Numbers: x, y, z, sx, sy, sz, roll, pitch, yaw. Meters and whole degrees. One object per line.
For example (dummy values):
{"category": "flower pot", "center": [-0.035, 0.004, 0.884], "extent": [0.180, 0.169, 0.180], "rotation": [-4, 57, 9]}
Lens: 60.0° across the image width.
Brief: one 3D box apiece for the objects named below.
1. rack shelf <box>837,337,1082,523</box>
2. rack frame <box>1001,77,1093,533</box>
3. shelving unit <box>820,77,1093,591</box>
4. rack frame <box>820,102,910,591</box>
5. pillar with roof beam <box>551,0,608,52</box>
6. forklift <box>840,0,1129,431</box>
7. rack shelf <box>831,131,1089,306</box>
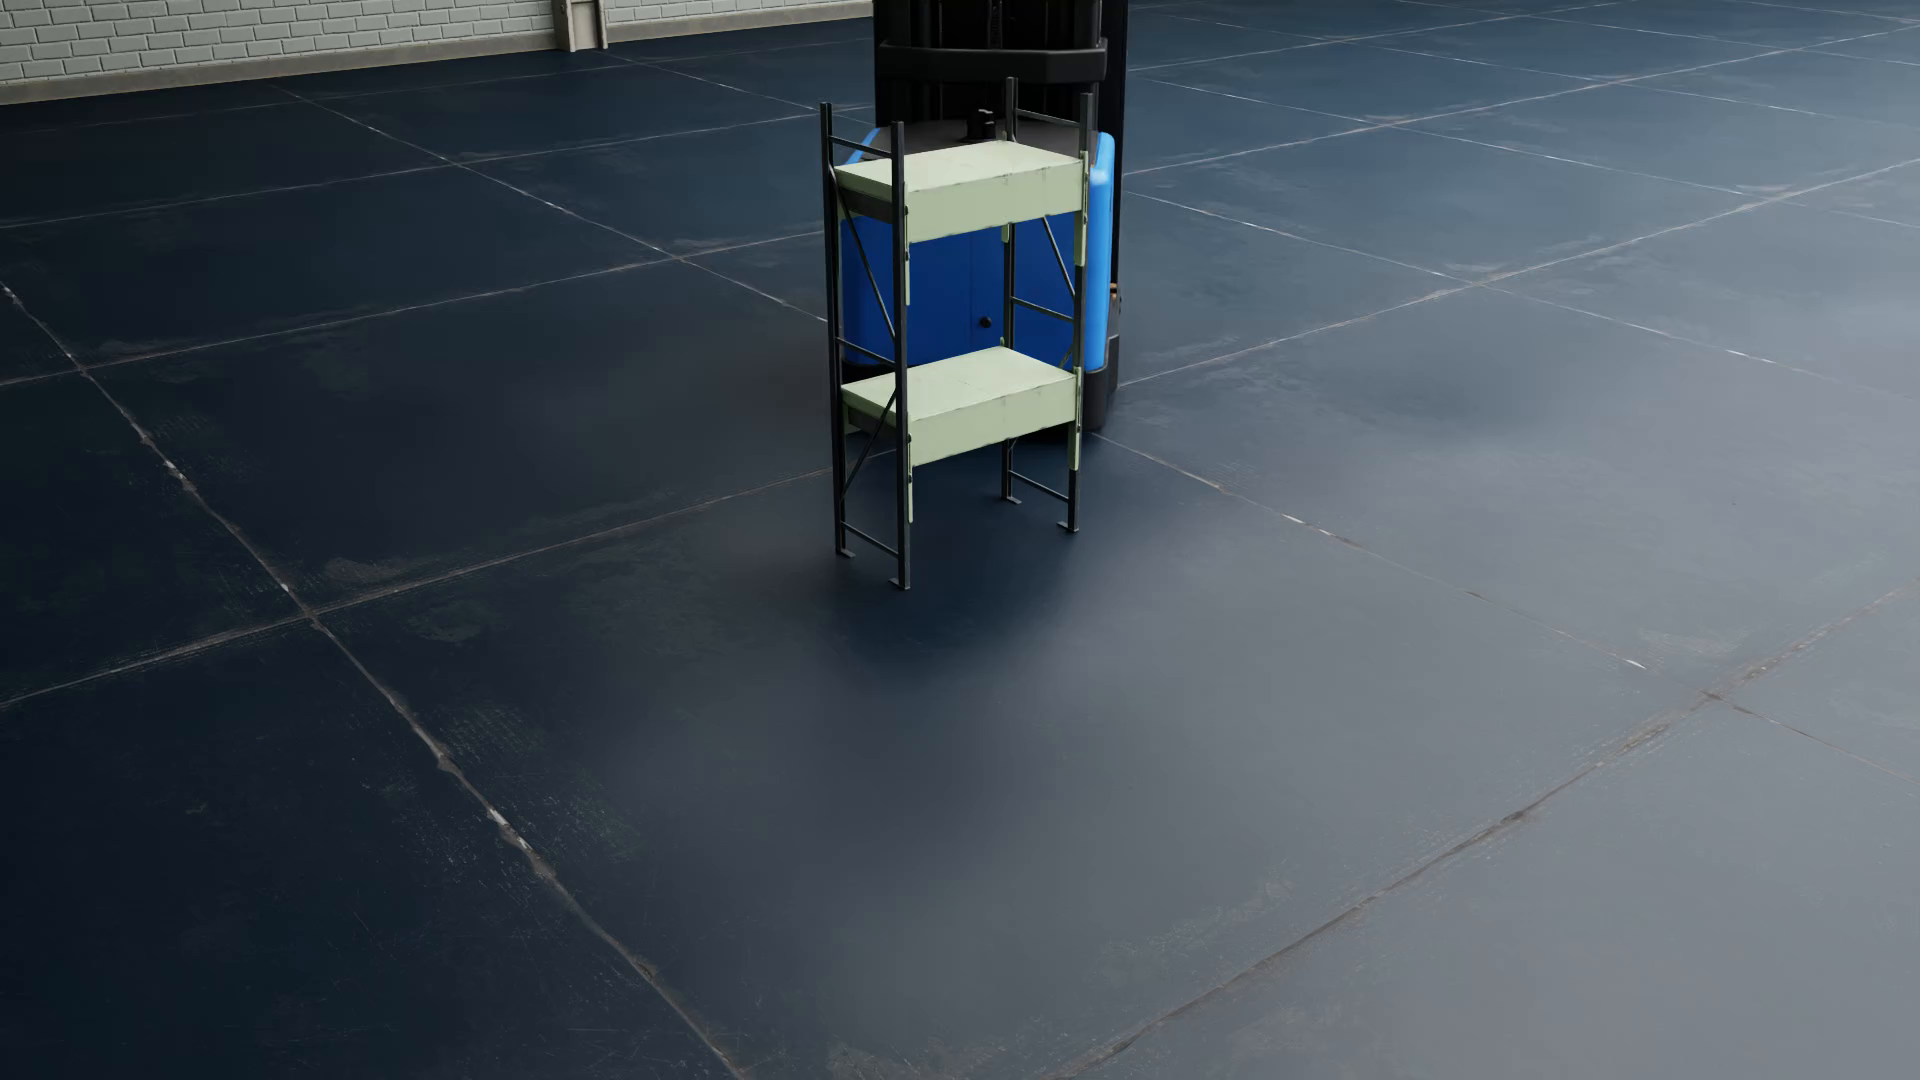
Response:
{"category": "rack shelf", "center": [-0.005, -0.383, 5.568], "extent": [0.720, 0.370, 0.431], "rotation": [-18, 31, -34]}
{"category": "rack frame", "center": [0.283, -0.774, 5.635], "extent": [0.023, 1.500, 0.400], "rotation": [-18, 31, -34]}
{"category": "shelving unit", "center": [-0.005, -0.679, 5.431], "extent": [0.755, 1.500, 0.431], "rotation": [-18, 31, -34]}
{"category": "rack frame", "center": [-0.293, -0.583, 5.226], "extent": [0.023, 1.500, 0.400], "rotation": [-18, 31, -34]}
{"category": "pillar with roof beam", "center": [-0.950, -7.351, 10.900], "extent": [0.400, 9.000, 9.100], "rotation": [-18, 31, -34]}
{"category": "forklift", "center": [0.200, -2.342, 7.315], "extent": [1.130, 2.935, 3.031], "rotation": [3, 25, 5]}
{"category": "rack shelf", "center": [-0.005, -1.033, 5.266], "extent": [0.720, 0.370, 0.431], "rotation": [-18, 31, -34]}
